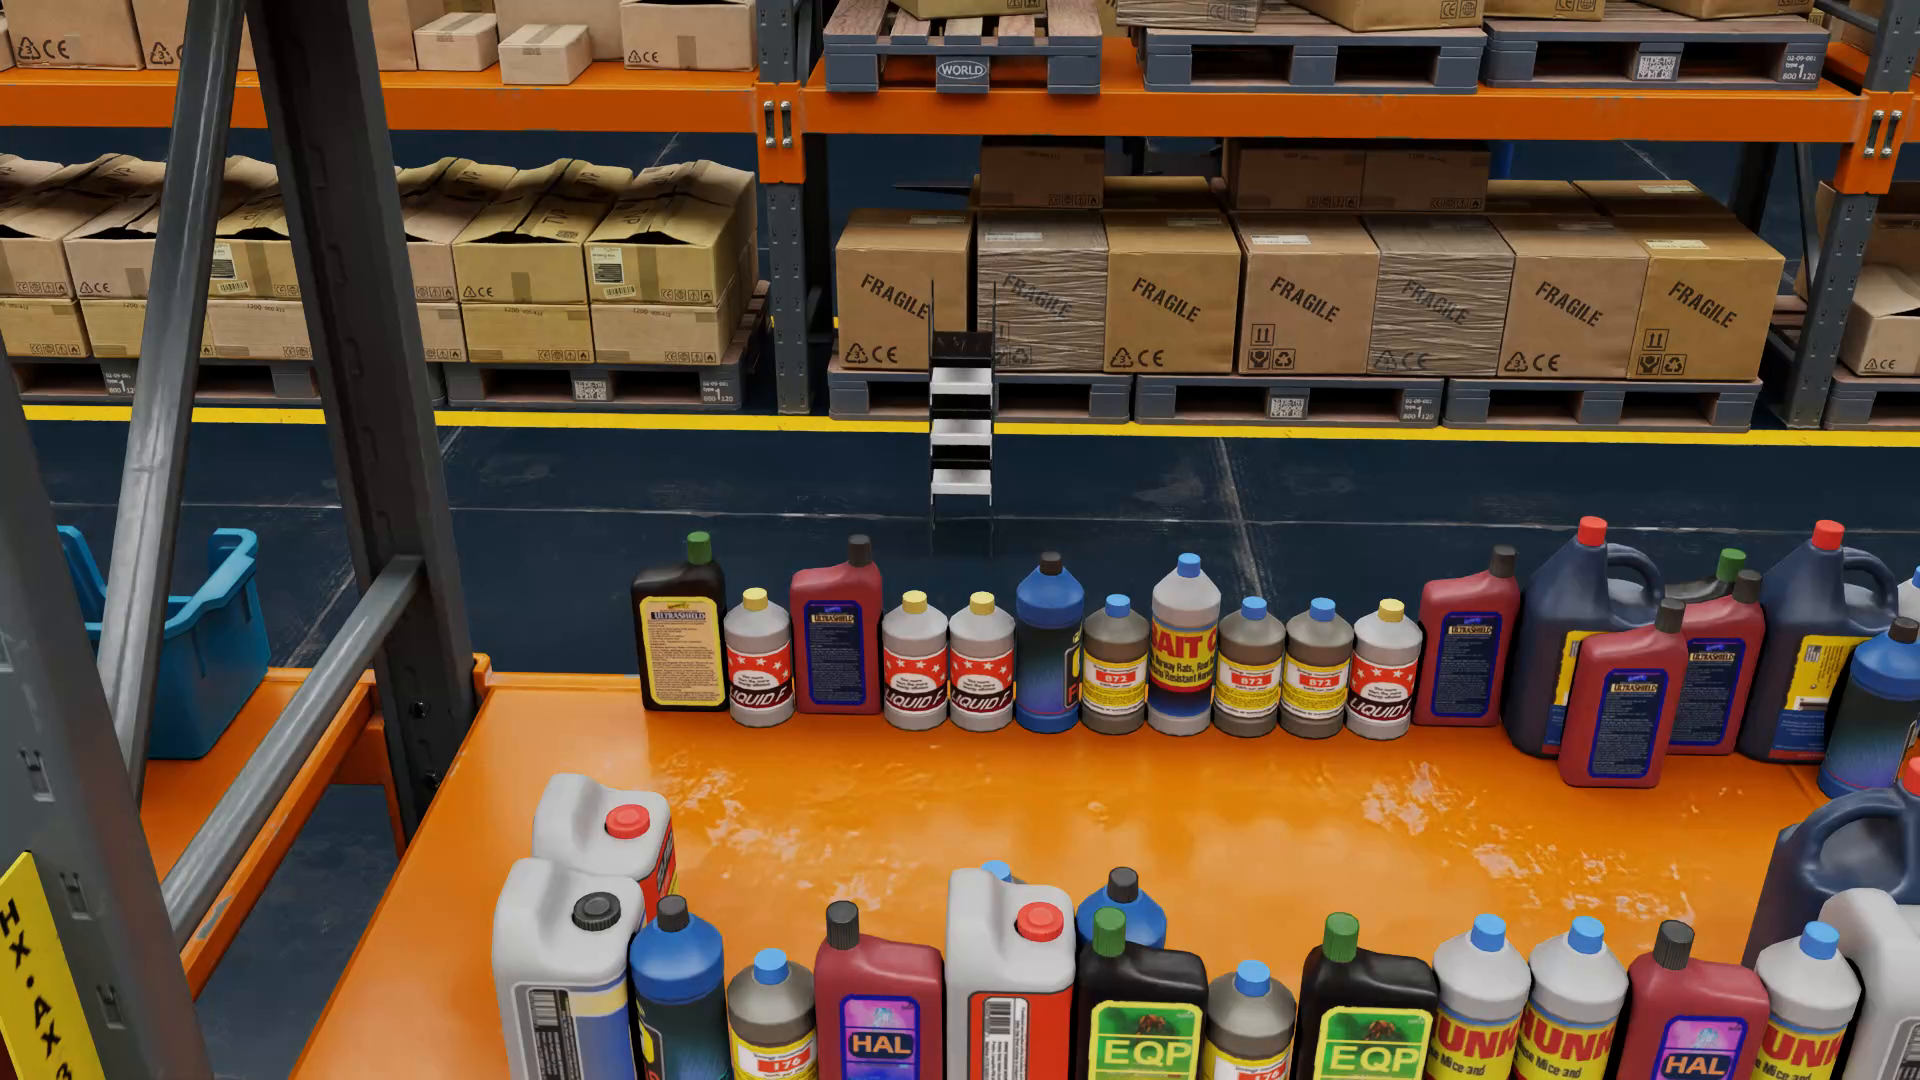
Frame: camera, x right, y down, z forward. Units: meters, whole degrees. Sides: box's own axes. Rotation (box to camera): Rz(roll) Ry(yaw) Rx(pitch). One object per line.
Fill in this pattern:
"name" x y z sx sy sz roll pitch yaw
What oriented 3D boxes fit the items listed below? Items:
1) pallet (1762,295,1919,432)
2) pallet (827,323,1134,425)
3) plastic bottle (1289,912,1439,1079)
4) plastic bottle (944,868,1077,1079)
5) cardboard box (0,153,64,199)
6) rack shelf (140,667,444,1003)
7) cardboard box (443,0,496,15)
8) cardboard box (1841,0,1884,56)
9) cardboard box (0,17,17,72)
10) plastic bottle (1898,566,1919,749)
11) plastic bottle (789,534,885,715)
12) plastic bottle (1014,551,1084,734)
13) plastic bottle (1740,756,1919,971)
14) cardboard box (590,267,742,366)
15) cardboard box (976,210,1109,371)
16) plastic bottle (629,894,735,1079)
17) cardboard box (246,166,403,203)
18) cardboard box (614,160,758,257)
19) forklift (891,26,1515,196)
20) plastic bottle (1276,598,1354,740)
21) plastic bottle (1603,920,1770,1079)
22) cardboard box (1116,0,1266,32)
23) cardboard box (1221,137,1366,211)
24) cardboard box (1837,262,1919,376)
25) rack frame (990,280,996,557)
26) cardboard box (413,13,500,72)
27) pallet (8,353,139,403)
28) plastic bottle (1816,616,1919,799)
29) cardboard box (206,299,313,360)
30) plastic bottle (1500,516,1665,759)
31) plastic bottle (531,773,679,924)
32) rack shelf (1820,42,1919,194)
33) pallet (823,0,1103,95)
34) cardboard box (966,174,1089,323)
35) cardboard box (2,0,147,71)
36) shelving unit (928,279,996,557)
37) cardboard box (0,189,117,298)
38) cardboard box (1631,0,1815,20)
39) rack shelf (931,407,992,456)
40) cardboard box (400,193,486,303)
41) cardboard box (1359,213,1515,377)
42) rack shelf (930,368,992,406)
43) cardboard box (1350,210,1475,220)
"pallet" 4.033 -0.747 6.935 1.213 0.211 1.003 1 28 2
"pallet" 0.094 -0.795 7.025 1.213 0.211 1.003 1 28 2
"plastic bottle" 0.417 0.506 1.717 0.133 0.283 0.061 1 28 2
"plastic bottle" 0.054 0.482 1.771 0.135 0.276 0.152 1 28 2
"cardboard box" -4.234 -1.470 7.208 0.500 0.311 0.500 1 28 2
"rack shelf" -2.829 0.546 2.286 4.000 0.370 1.077 1 28 2
"cardboard box" -3.223 -3.543 11.430 0.500 0.500 0.700 0 28 1
"cardboard box" 3.855 -2.147 6.491 0.500 0.500 0.500 1 28 3
"cardboard box" -3.770 -1.902 6.404 0.250 0.149 0.380 1 28 2
"plastic bottle" 1.349 0.163 2.378 0.097 0.271 0.097 0 28 0
"plastic bottle" -0.180 0.123 2.439 0.133 0.283 0.061 1 28 2
"plastic bottle" 0.129 0.142 2.416 0.097 0.271 0.097 0 28 0
"plastic bottle" 1.008 0.395 1.854 0.185 0.351 0.144 1 28 2
"cardboard box" -1.186 -0.923 6.775 0.500 0.250 0.500 2 28 3
"cardboard box" 0.317 -1.000 6.633 0.500 0.500 0.500 0 28 0
"plastic bottle" -0.294 0.491 1.758 0.097 0.271 0.097 0 28 0
"cardboard box" -2.713 -1.444 7.161 0.500 0.311 0.500 1 28 1
"cardboard box" -1.164 -1.422 7.119 0.500 0.311 0.500 2 28 4
"forklift" 1.134 -2.805 7.912 3.031 2.935 1.130 1 28 3
"plastic bottle" 0.519 0.180 2.420 0.097 0.201 0.097 0 28 0
"plastic bottle" 0.744 0.511 1.707 0.133 0.283 0.061 1 28 2
"cardboard box" 0.889 -2.225 6.190 0.500 0.500 0.700 6 29 11
"cardboard box" 1.371 -1.559 6.887 0.500 0.250 0.500 0 28 1
"cardboard box" 3.758 -0.890 6.626 0.500 0.311 0.500 1 28 2
"rack frame" 0.110 -0.396 5.536 0.006 0.900 0.240 1 28 2
"cardboard box" -1.928 -1.941 6.477 0.250 0.149 0.380 3 28 6
"pallet" -3.911 -0.898 7.218 1.213 0.211 1.003 1 28 2
"plastic bottle" 1.247 0.228 2.254 0.097 0.271 0.097 0 28 0
"cardboard box" -2.718 -0.946 6.820 0.500 0.250 0.500 1 28 3
"plastic bottle" 0.889 0.131 2.353 0.185 0.351 0.144 1 28 2
"plastic bottle" -0.403 0.403 1.919 0.135 0.276 0.152 1 28 2
"rack shelf" 5.345 -1.640 6.410 4.000 0.370 1.077 1 28 2
"pallet" 0.029 -1.994 6.514 1.003 0.211 1.213 1 28 2
"cardboard box" 0.292 -1.242 7.089 0.500 0.500 0.500 2 28 4
"cardboard box" -3.355 -2.139 6.475 0.500 0.500 0.500 3 28 5
"shelving unit" 0.008 -0.397 5.539 0.210 0.900 0.258 1 28 2
"cardboard box" -3.744 -1.208 6.715 0.500 0.311 0.500 1 28 1
"cardboard box" 2.881 -2.334 6.394 0.500 0.500 0.700 -8 29 -15
"rack shelf" 0.008 -0.368 5.555 0.200 0.077 0.258 1 28 2
"cardboard box" -2.207 -1.184 6.670 0.500 0.311 0.500 1 28 1
"cardboard box" 1.848 -0.976 6.587 0.500 0.500 0.500 1 28 2
"rack shelf" 0.008 -0.527 5.470 0.200 0.077 0.258 1 28 2
"cardboard box" 1.839 -1.219 7.046 0.500 0.500 0.500 1 28 2
